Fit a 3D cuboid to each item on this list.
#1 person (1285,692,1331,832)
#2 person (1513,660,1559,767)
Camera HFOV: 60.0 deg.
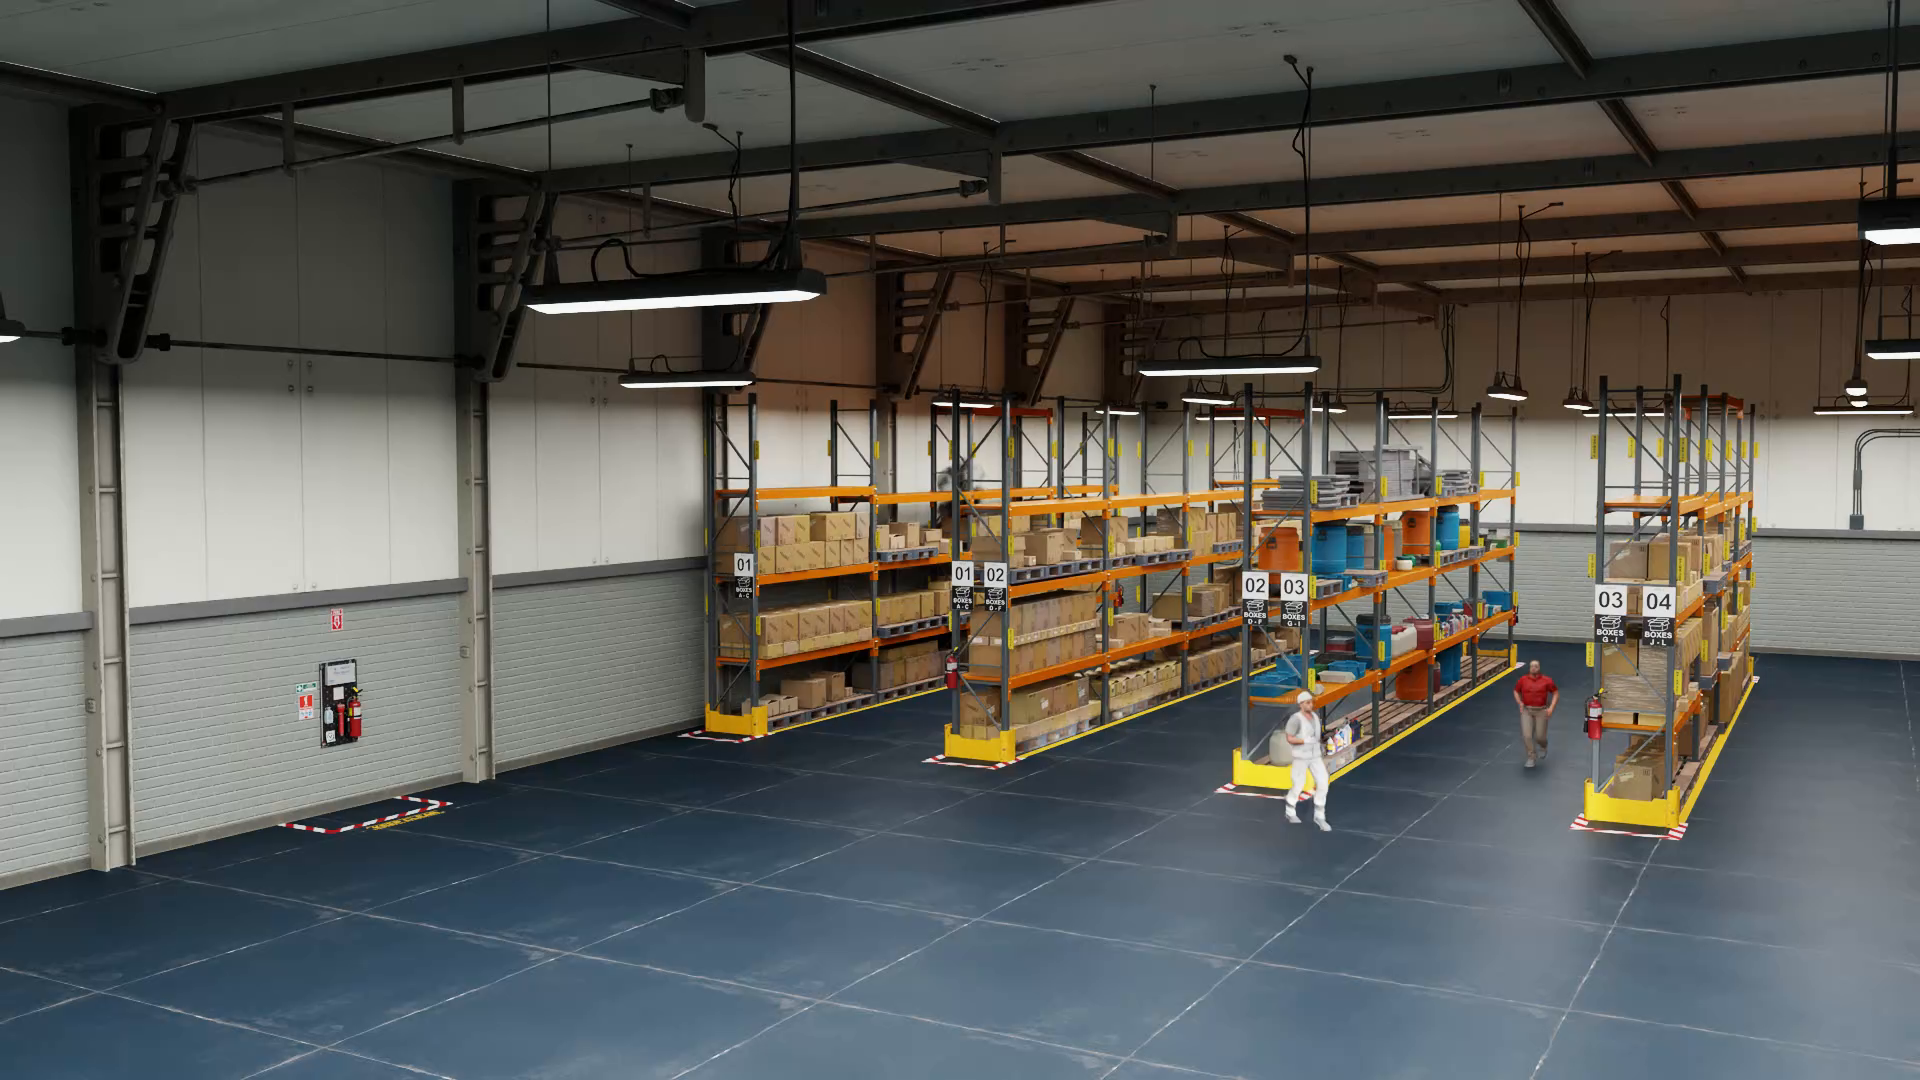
[{"bbox_3d":[4.570,2.910,21.965,0.661,1.823,0.750,-1,3,-24],"label":"person"},{"bbox_3d":[9.123,2.735,26.370,0.689,1.682,0.619,2,3,27],"label":"person"}]
